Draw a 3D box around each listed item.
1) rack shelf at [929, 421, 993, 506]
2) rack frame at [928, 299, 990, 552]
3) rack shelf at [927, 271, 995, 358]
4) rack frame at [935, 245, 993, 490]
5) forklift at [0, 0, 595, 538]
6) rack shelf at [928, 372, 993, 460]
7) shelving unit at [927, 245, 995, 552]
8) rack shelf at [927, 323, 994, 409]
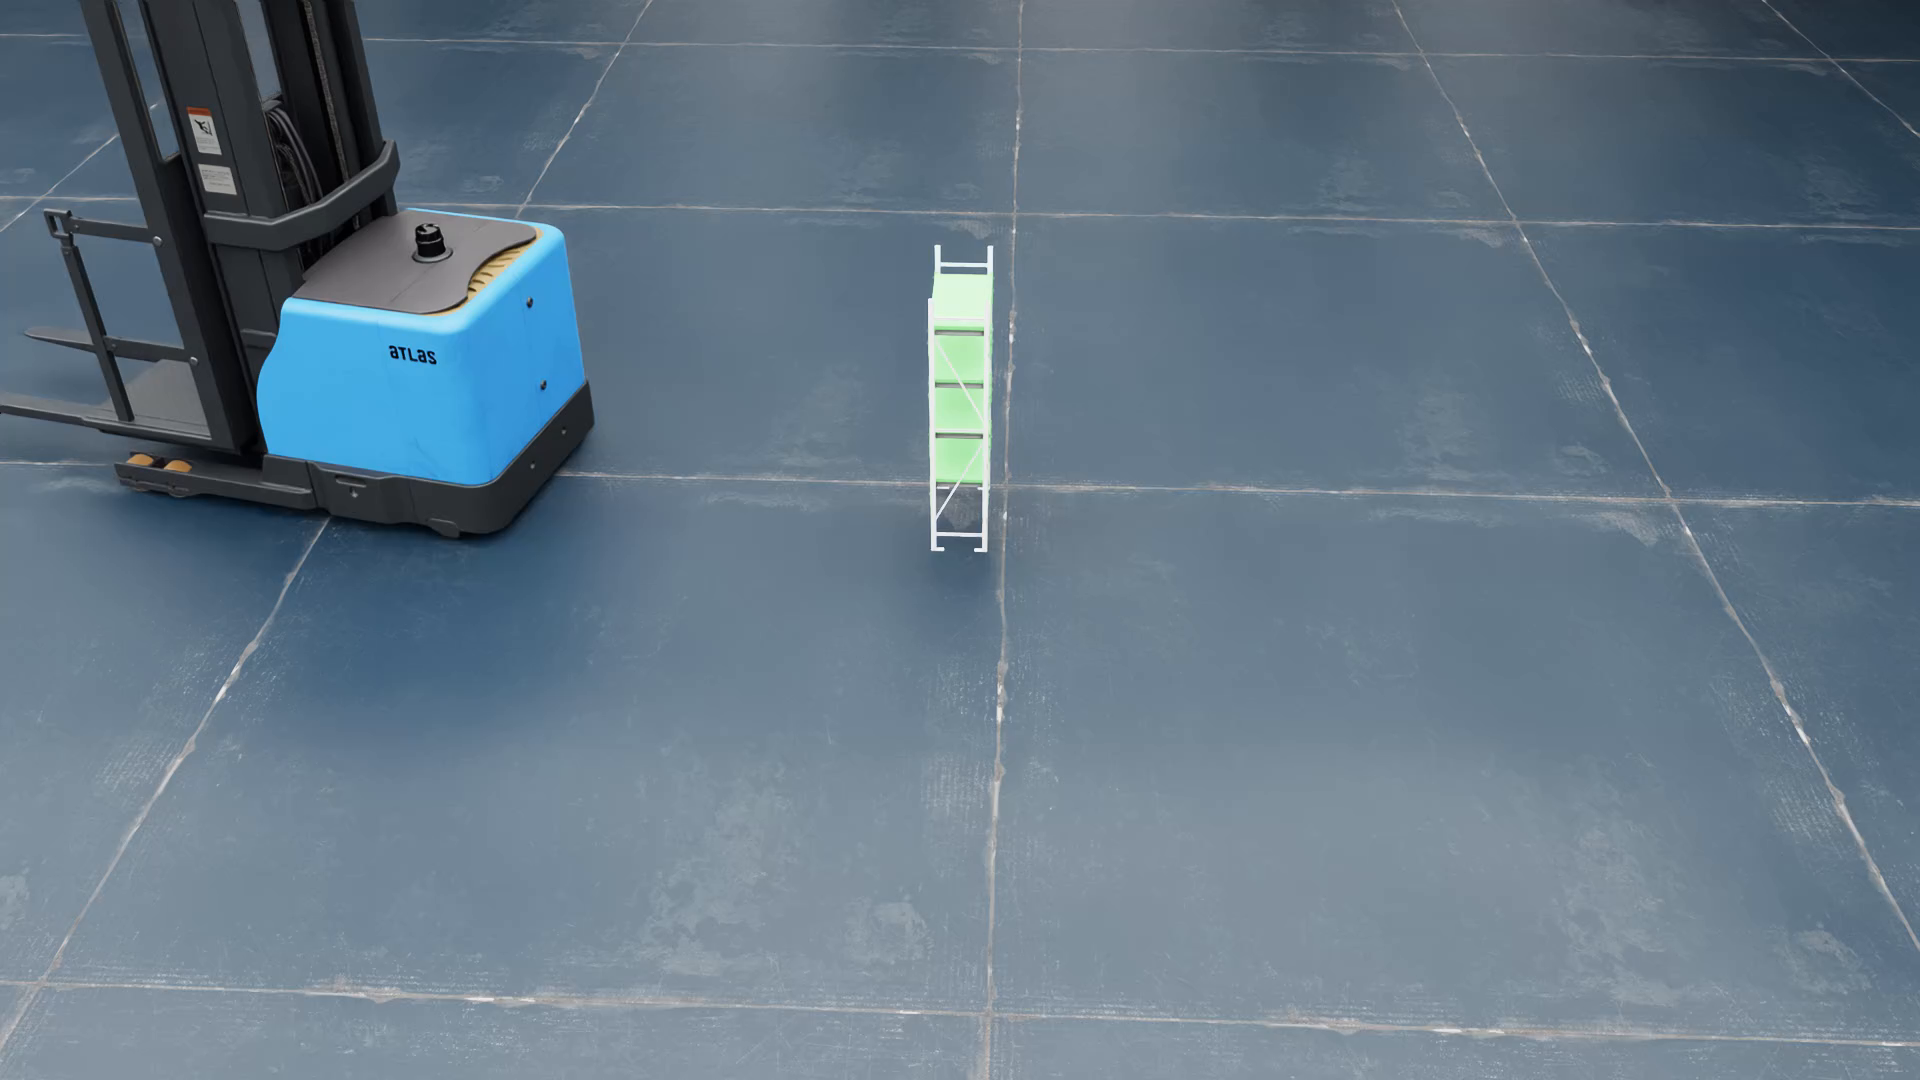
[{"bbox_3d":[0.007,-0.337,7.215,0.258,0.148,0.480,1,35,2],"label":"rack shelf"},{"bbox_3d":[-0.003,-0.446,6.841,0.240,1.200,0.015,1,35,2],"label":"rack frame"},{"bbox_3d":[0.007,-0.926,6.801,0.258,0.148,0.480,1,35,2],"label":"rack shelf"},{"bbox_3d":[0.016,-0.726,7.240,0.240,1.200,0.015,1,35,2],"label":"rack frame"},{"bbox_3d":[-3.313,-1.672,7.081,3.031,2.935,1.130,9,36,12],"label":"forklift"},{"bbox_3d":[0.007,-0.534,7.077,0.258,0.148,0.480,1,35,2],"label":"rack shelf"},{"bbox_3d":[0.007,-0.586,7.040,0.258,1.200,0.503,1,35,2],"label":"shelving unit"},{"bbox_3d":[0.007,-0.730,6.939,0.258,0.148,0.480,1,35,2],"label":"rack shelf"}]
